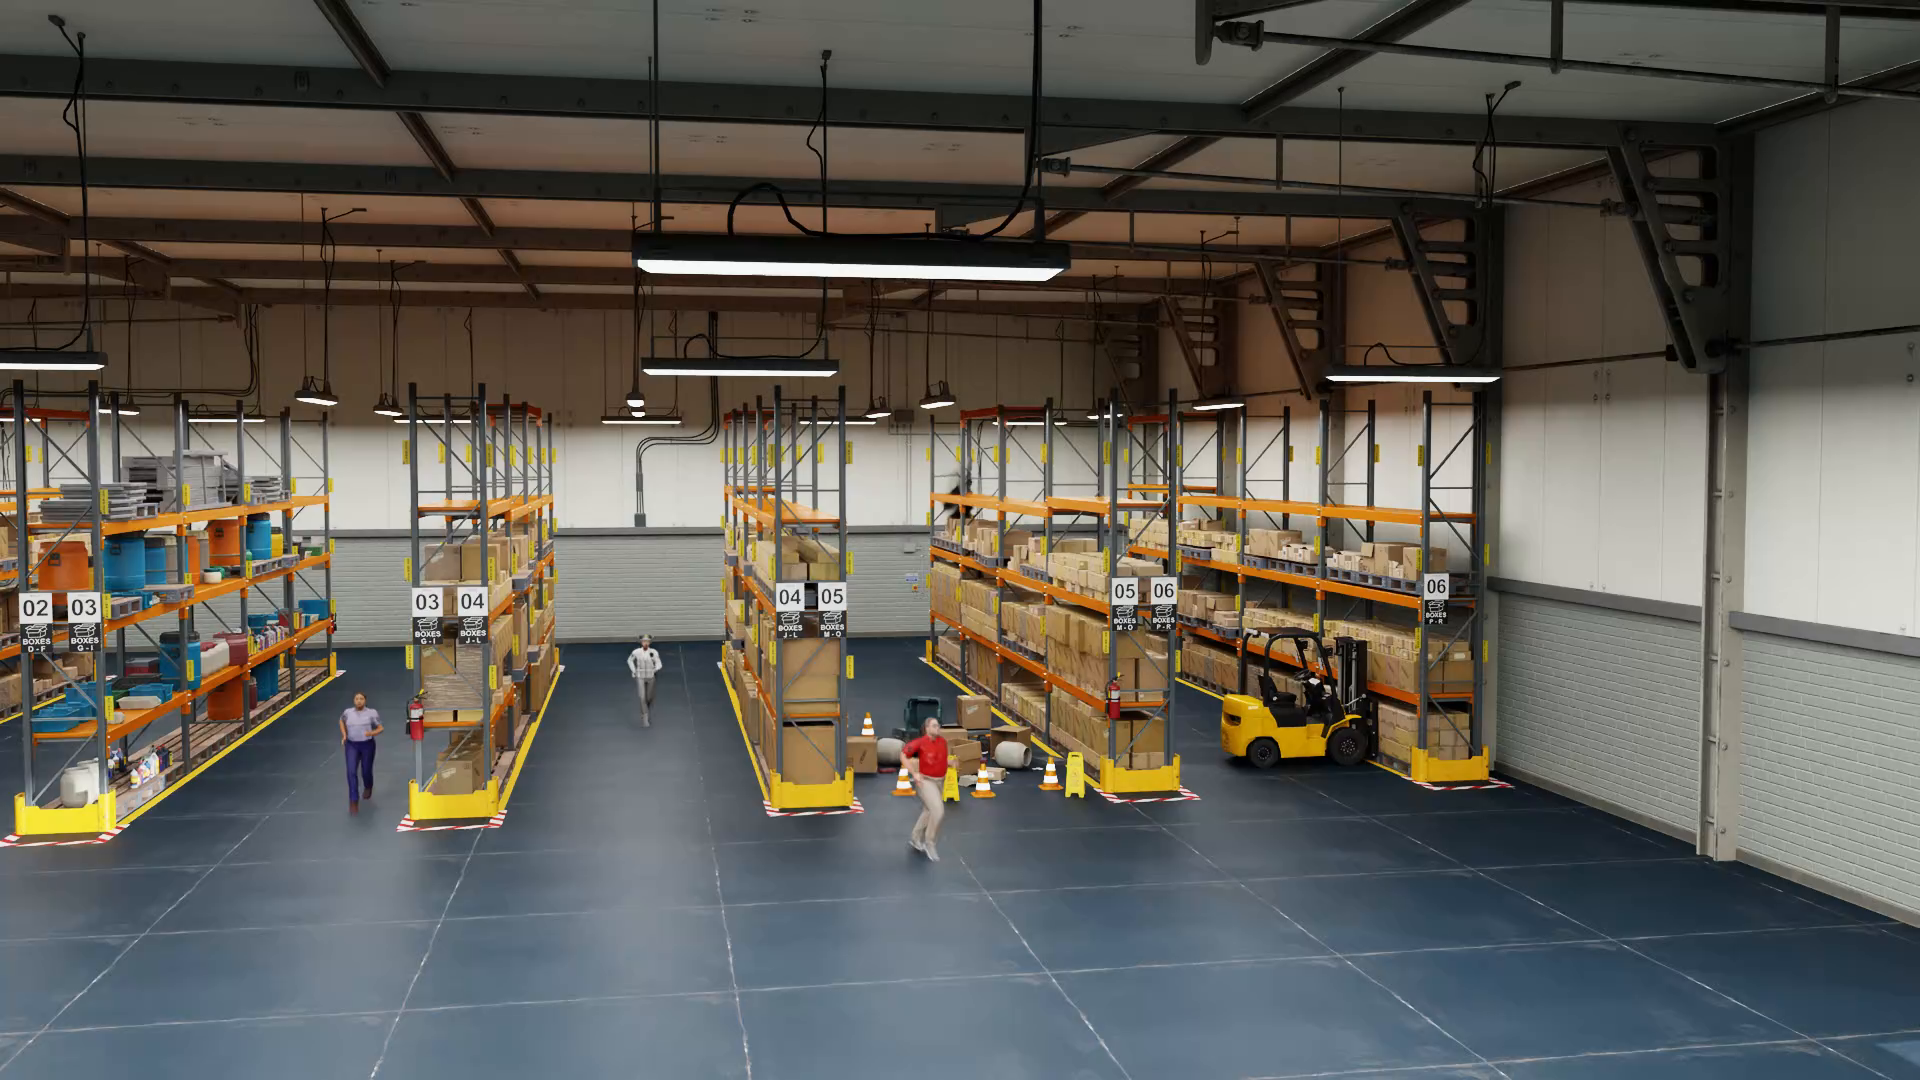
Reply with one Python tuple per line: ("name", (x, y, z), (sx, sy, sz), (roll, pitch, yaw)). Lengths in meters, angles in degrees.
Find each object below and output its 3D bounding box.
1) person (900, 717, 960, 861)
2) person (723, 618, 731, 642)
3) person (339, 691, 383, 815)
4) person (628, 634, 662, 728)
("person", (-0.343, 3.105, 20.757), (0.751, 1.785, 0.635), (2, 4, 37))
("person", (-5.507, 2.149, 40.830), (0.626, 1.619, 0.665), (0, 3, -9))
("person", (-8.506, 2.984, 23.611), (0.604, 1.656, 0.907), (-1, 3, -14))
("person", (-5.860, 2.589, 30.968), (0.617, 1.704, 0.917), (-1, 3, -17))
